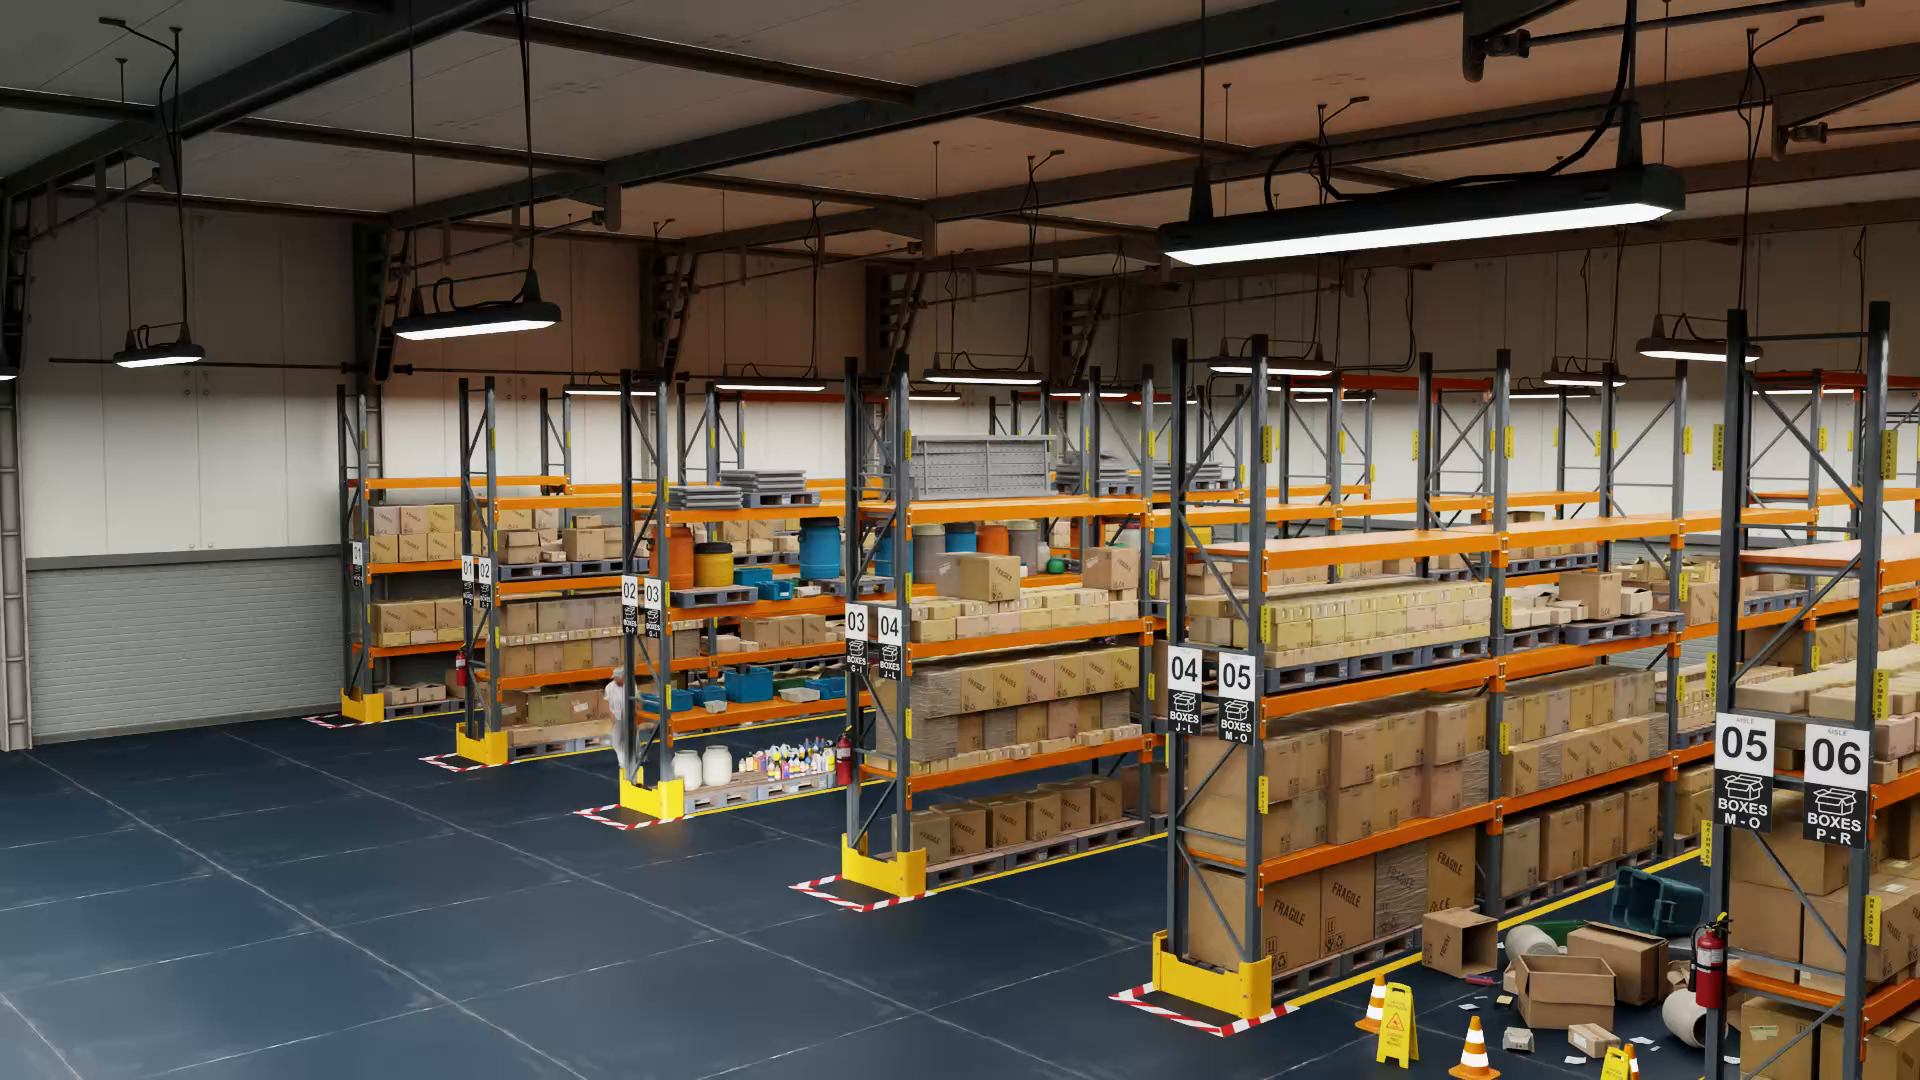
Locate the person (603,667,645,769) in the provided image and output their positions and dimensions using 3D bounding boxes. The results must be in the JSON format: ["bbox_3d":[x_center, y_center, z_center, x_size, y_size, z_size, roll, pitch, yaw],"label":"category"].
[{"bbox_3d":[-5.152,2.718,25.478,0.582,1.602,0.783,0,4,-3],"label":"person"}]

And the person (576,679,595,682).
[{"bbox_3d":[-6.689,2.431,29.639,0.623,1.554,0.600,2,4,29],"label":"person"}]
